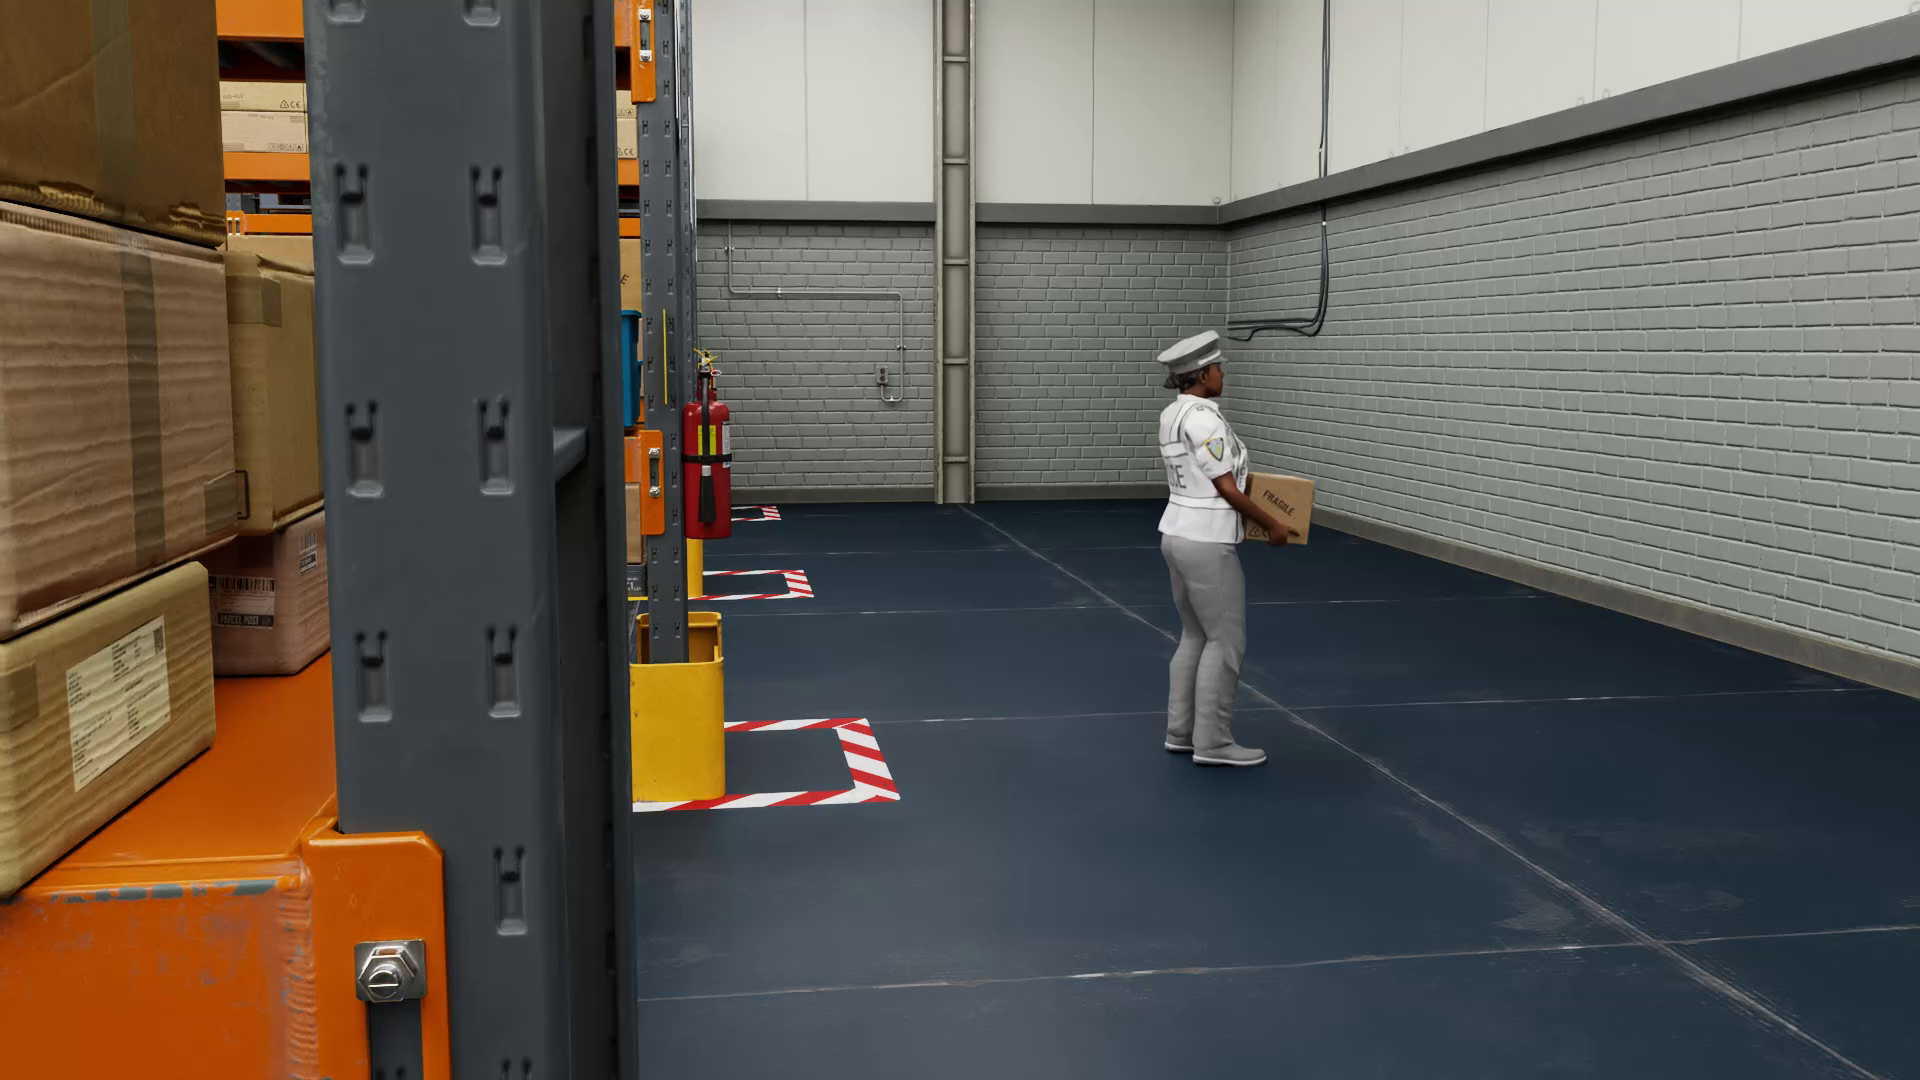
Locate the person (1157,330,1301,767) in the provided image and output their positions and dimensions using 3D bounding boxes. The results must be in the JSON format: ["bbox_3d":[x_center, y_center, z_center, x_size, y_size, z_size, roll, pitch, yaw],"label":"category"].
[{"bbox_3d":[1.033,0.027,6.509,0.527,1.689,0.451,-1,7,-8],"label":"person"}]
